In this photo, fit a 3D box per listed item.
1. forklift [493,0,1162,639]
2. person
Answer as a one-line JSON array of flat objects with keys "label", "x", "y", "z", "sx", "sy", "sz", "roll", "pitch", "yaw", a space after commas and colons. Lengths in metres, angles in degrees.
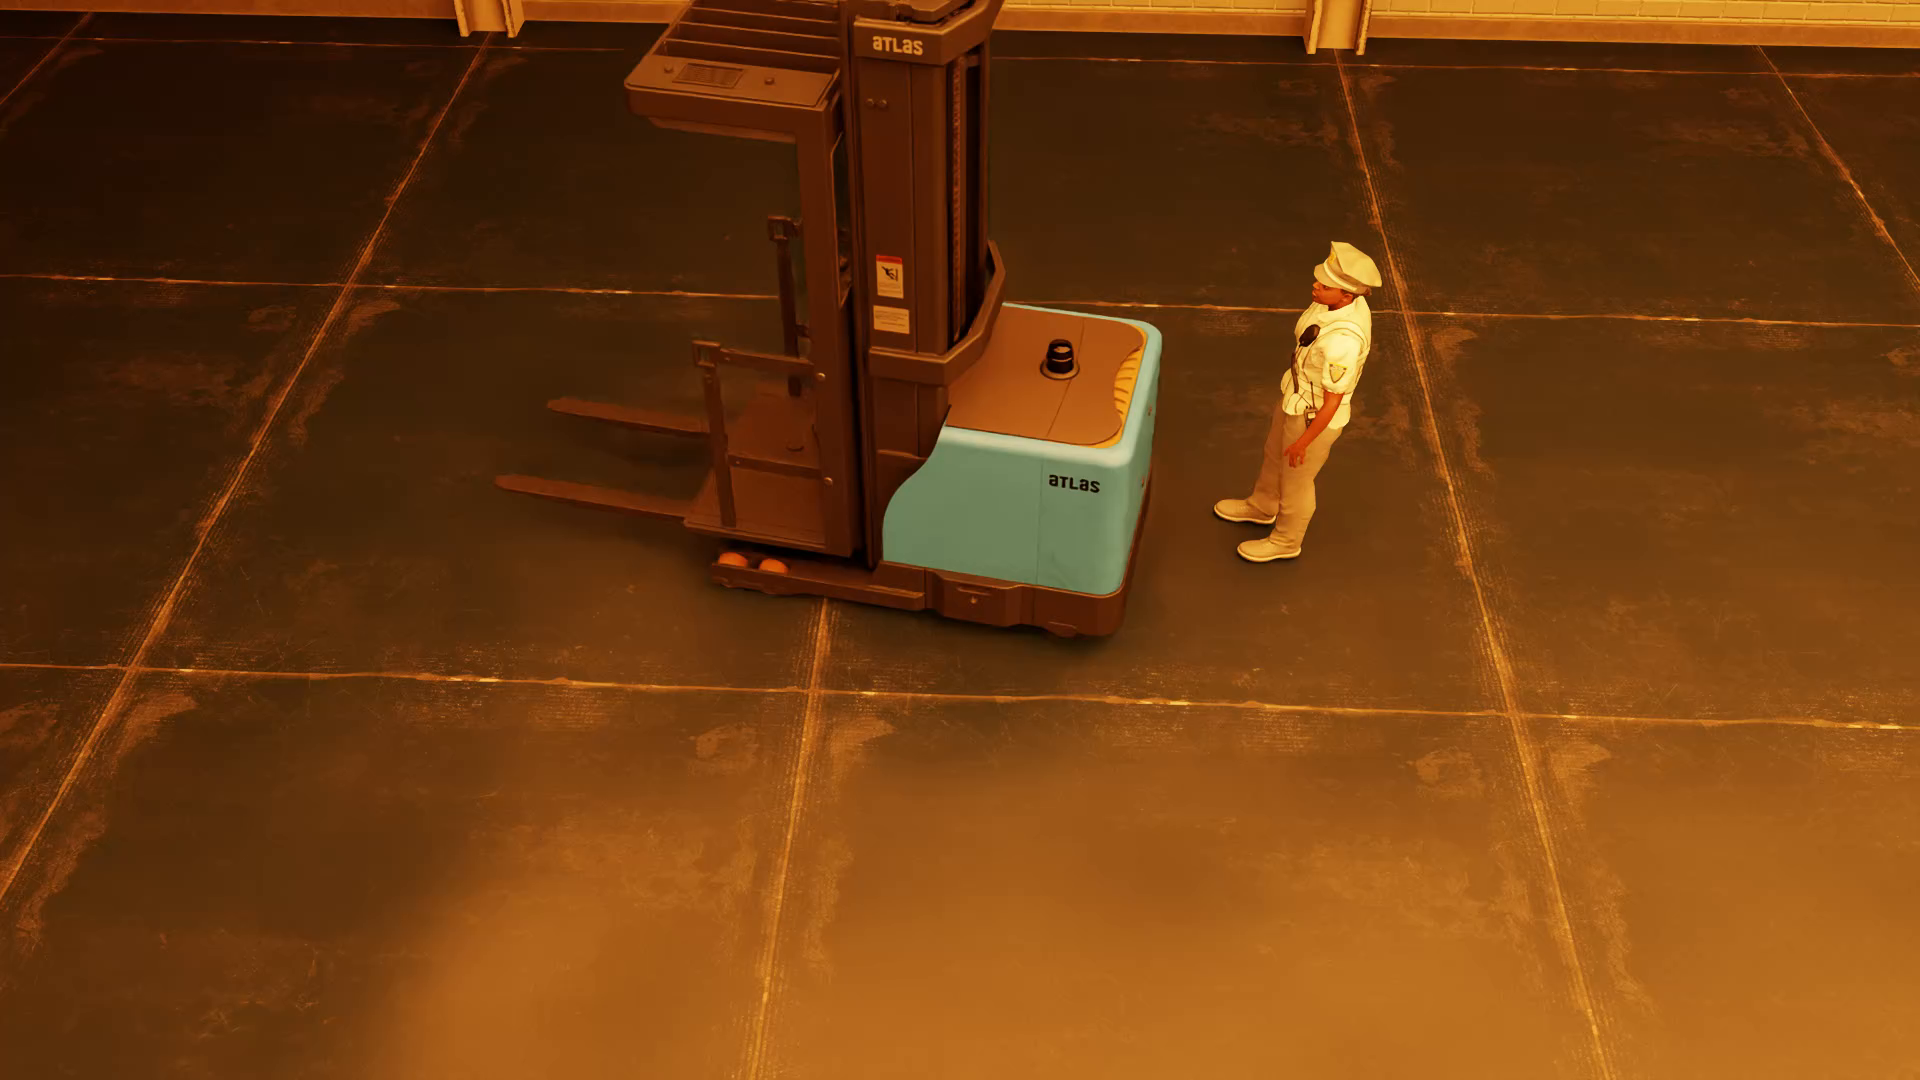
[{"label": "forklift", "x": -0.664, "y": -1.168, "z": 7.022, "sx": 3.031, "sy": 2.935, "sz": 1.130, "roll": 9, "pitch": 43, "yaw": 10}, {"label": "person", "x": 1.466, "y": -0.590, "z": 7.295, "sx": 0.530, "sy": 1.694, "sz": 0.568, "roll": 5, "pitch": 43, "yaw": 5}]
